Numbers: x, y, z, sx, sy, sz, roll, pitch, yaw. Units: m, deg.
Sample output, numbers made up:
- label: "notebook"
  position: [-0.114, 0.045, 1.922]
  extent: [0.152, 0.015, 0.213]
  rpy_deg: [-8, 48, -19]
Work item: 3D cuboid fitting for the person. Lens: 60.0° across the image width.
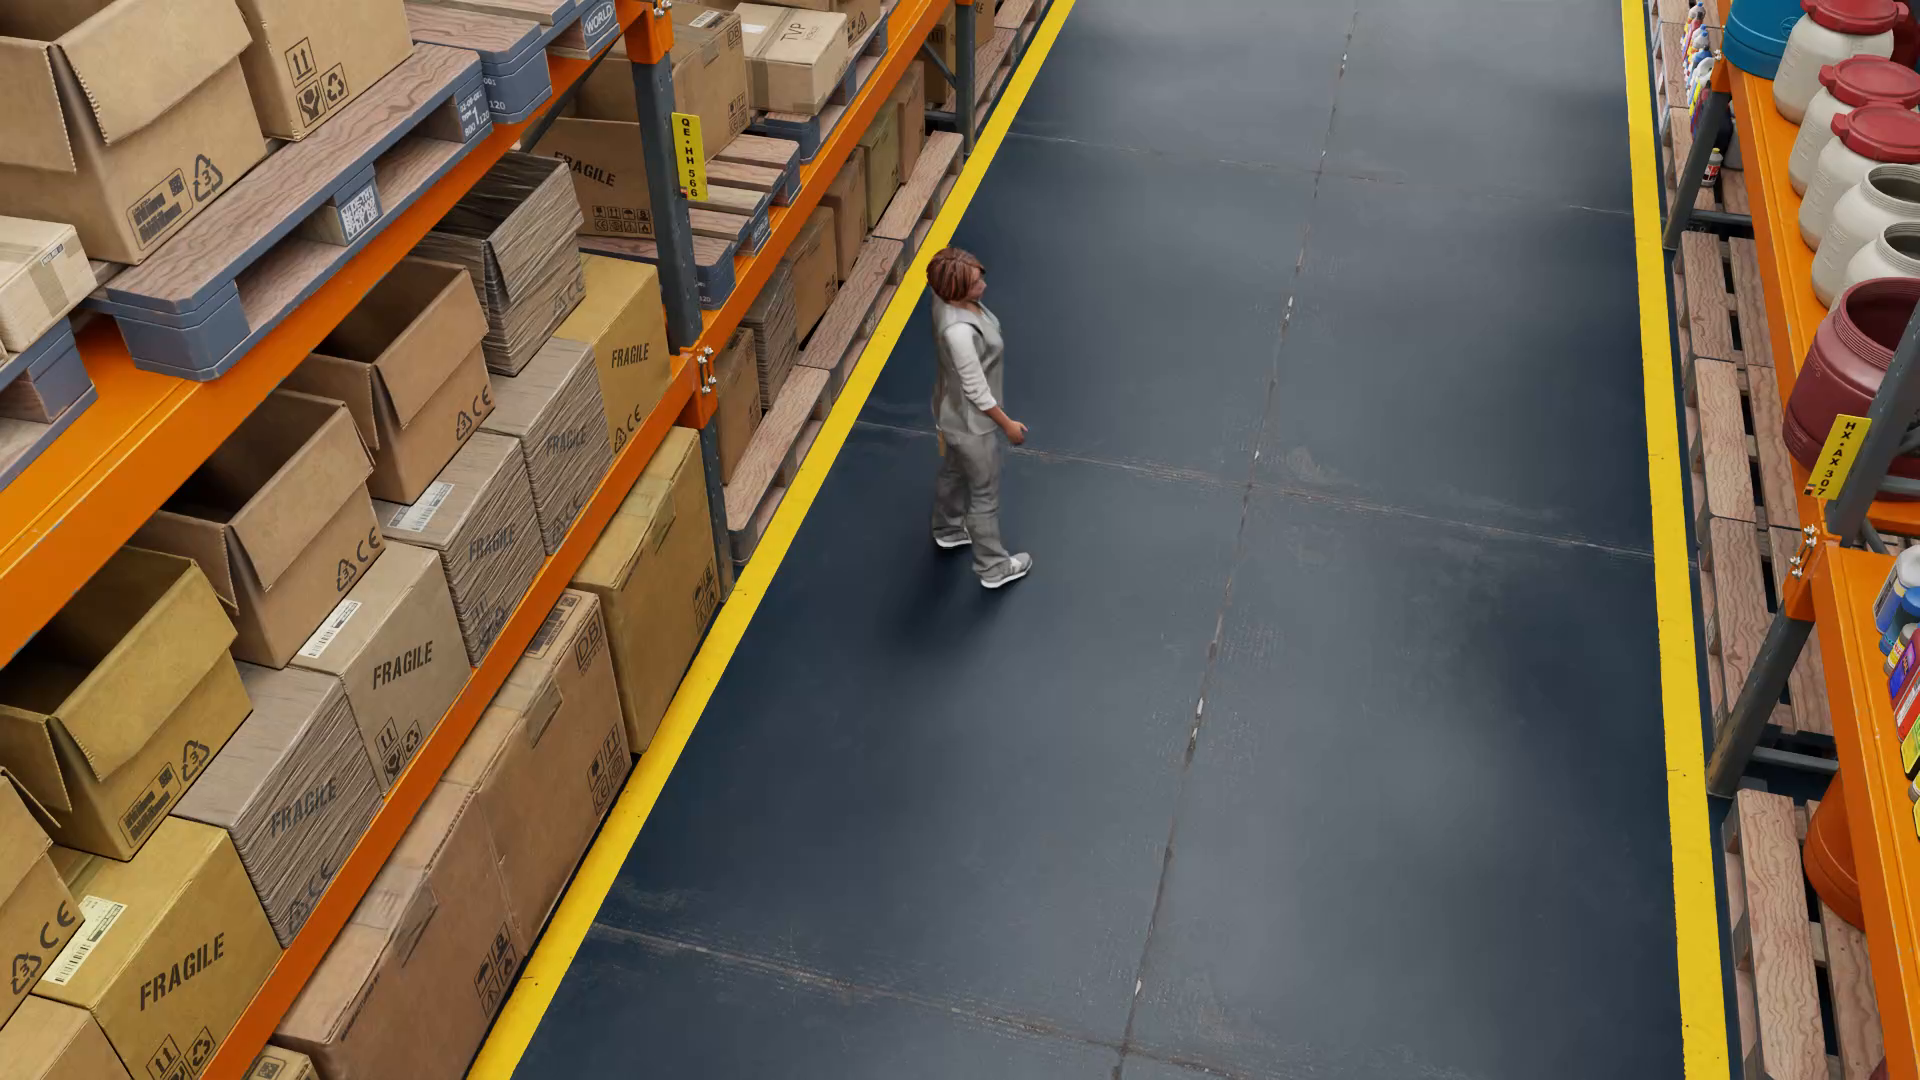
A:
- label: "person"
  position: [0.090, -0.508, 6.730]
  extent: [0.434, 1.602, 0.430]
  rpy_deg: [-5, 42, -5]
